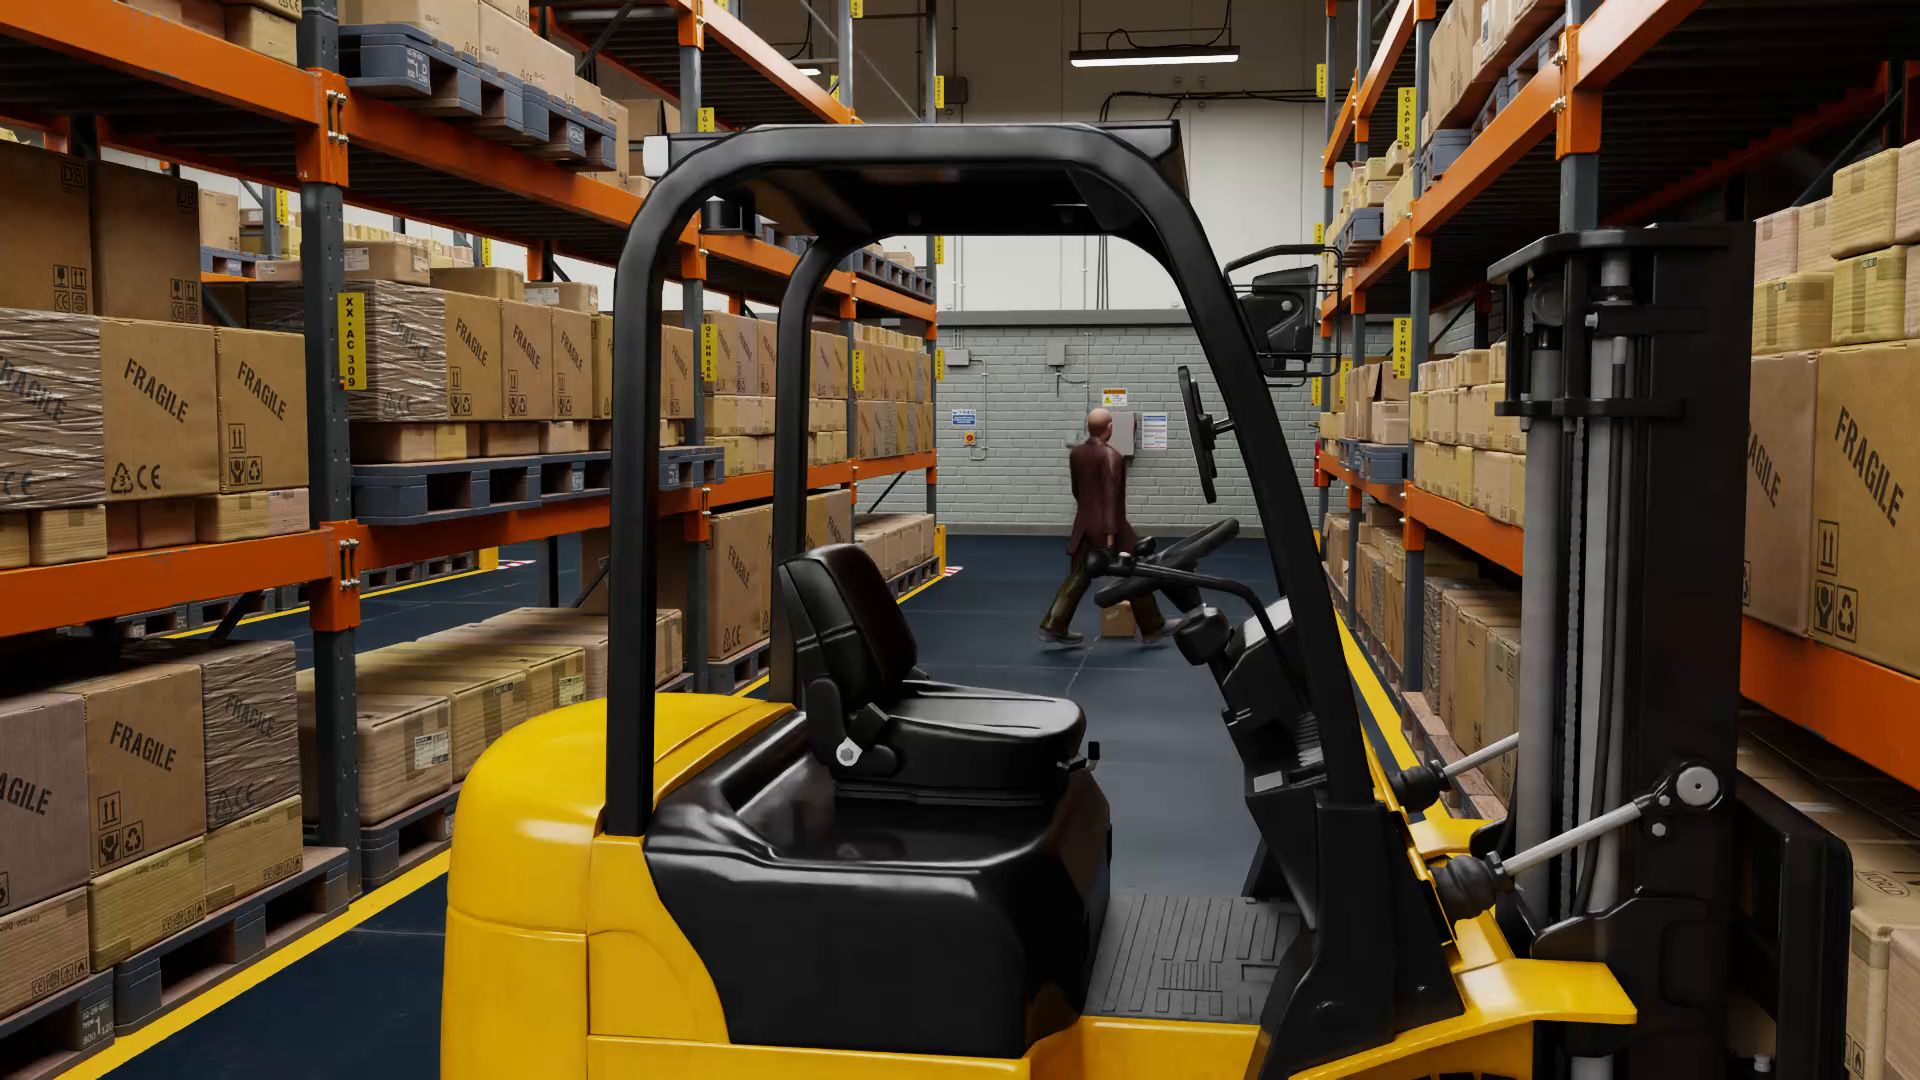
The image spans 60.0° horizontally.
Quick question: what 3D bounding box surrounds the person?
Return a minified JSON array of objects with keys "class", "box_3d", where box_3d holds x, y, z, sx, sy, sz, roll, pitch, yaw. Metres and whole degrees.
[{"class":"person","box_3d":[1.097,-0.096,12.056,1.115,1.719,0.619,-3,5,-37]}]
